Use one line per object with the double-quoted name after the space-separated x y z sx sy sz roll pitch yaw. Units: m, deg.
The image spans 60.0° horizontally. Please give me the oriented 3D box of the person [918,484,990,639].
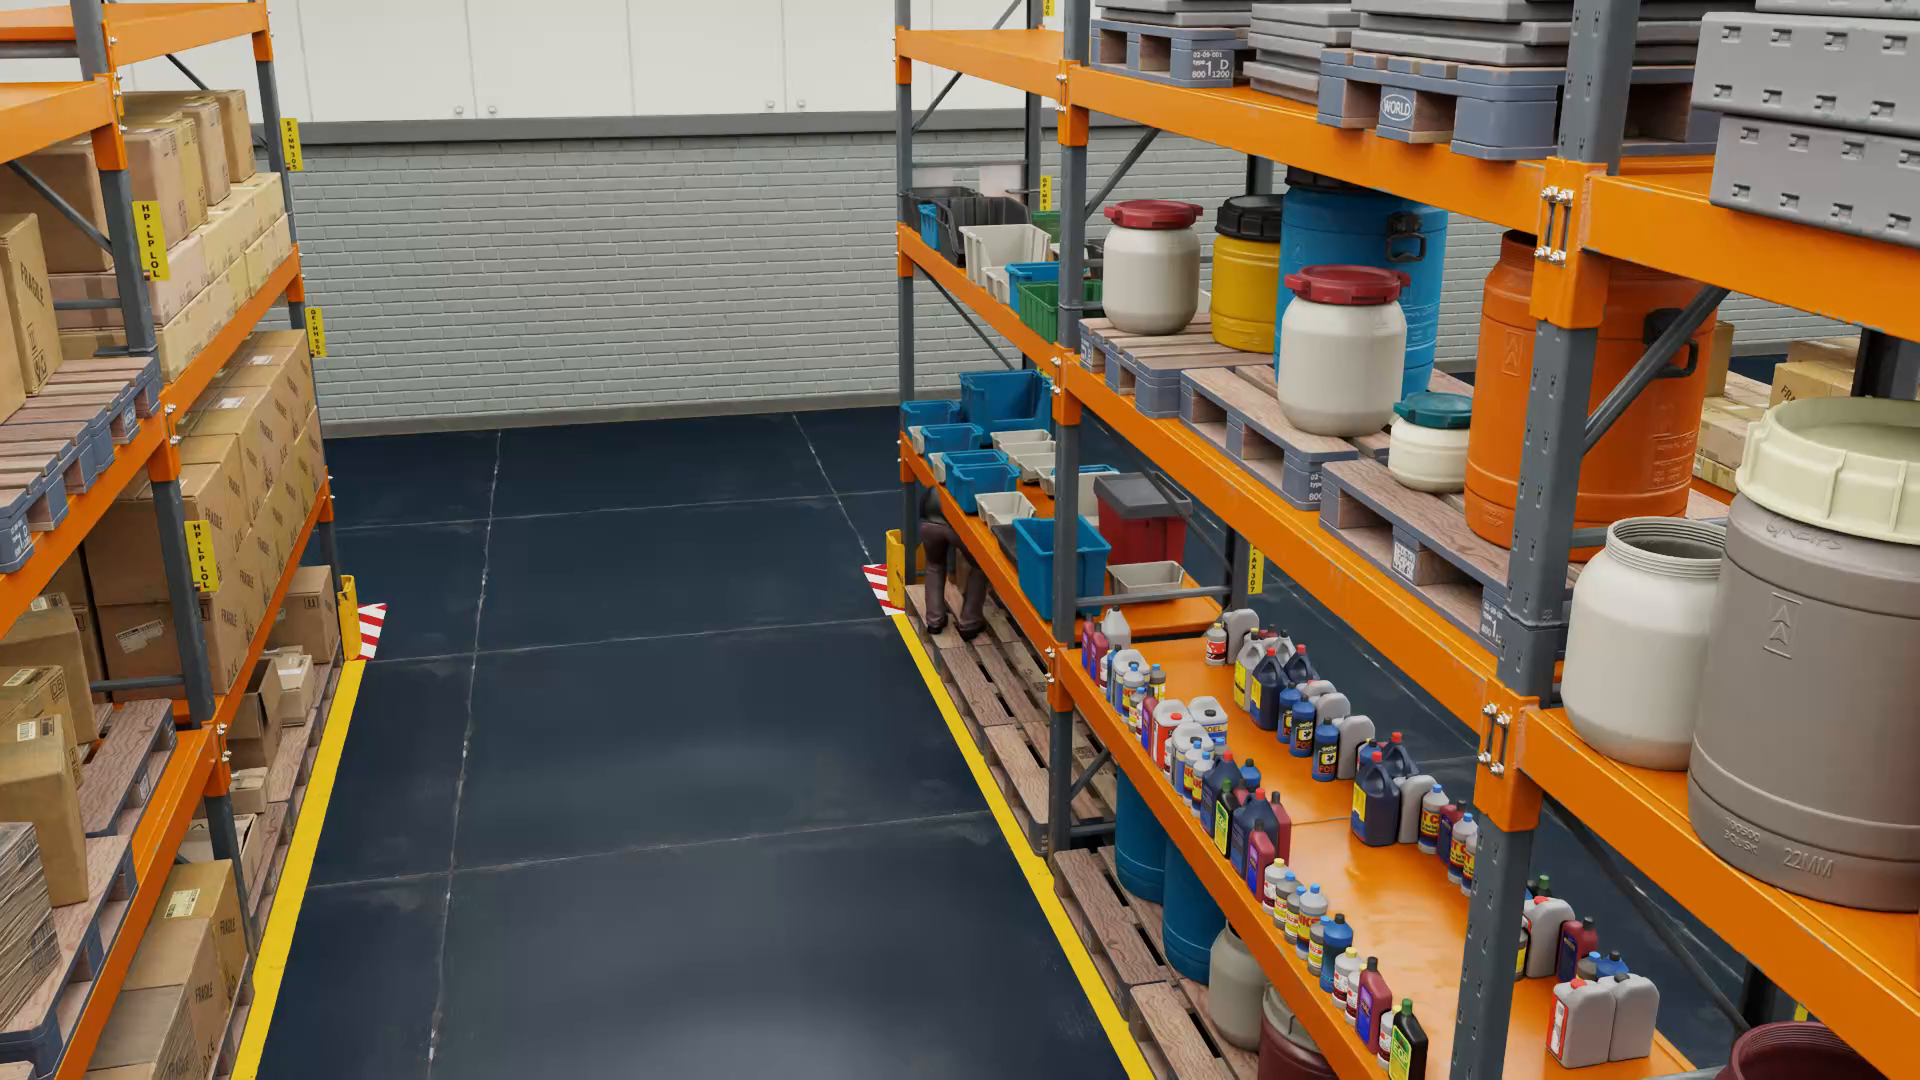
0.023 0.042 11.373 0.473 1.097 0.960 6 20 16 "person"
